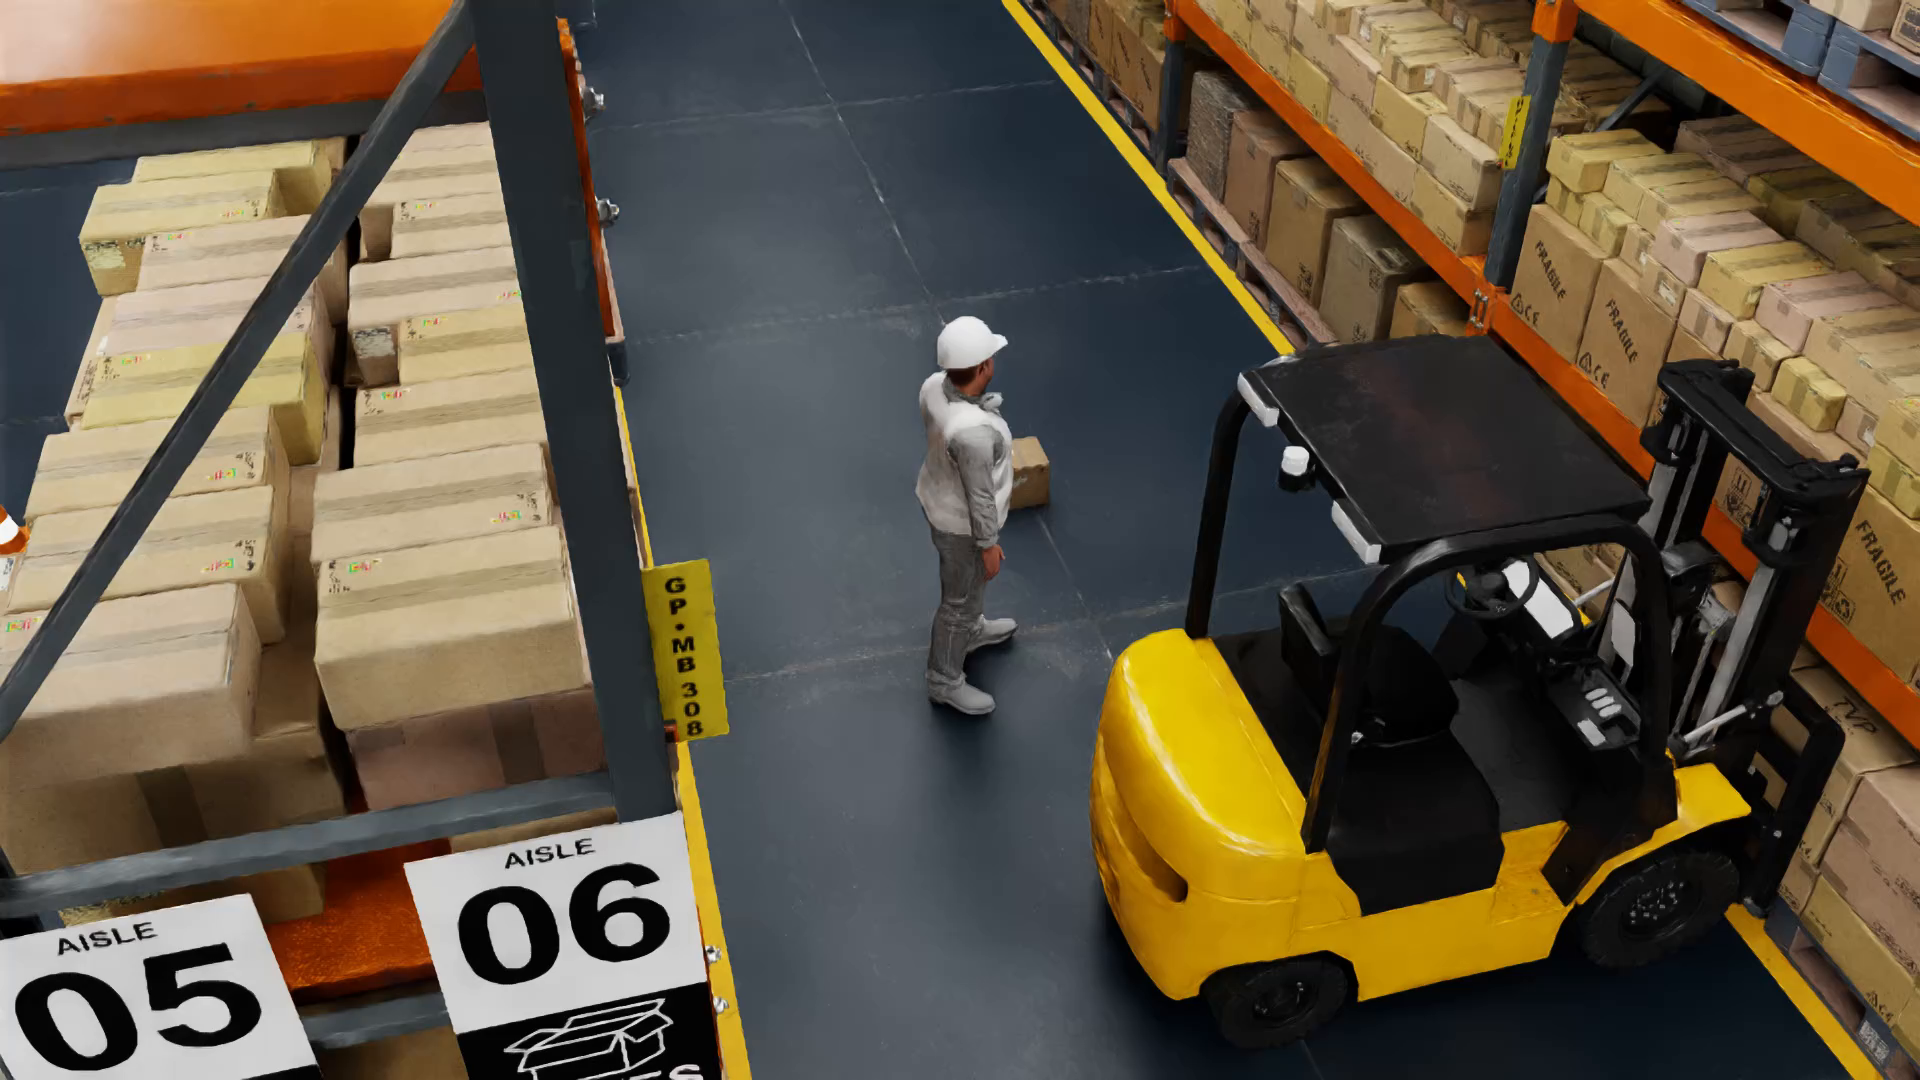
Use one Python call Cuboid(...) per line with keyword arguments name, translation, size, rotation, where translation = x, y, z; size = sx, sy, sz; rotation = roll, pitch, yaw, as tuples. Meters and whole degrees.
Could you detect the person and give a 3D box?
Cuboid(name="person", translation=(0.061, -0.132, 6.823), size=(0.501, 1.772, 0.608), rotation=(-10, 39, -12))
